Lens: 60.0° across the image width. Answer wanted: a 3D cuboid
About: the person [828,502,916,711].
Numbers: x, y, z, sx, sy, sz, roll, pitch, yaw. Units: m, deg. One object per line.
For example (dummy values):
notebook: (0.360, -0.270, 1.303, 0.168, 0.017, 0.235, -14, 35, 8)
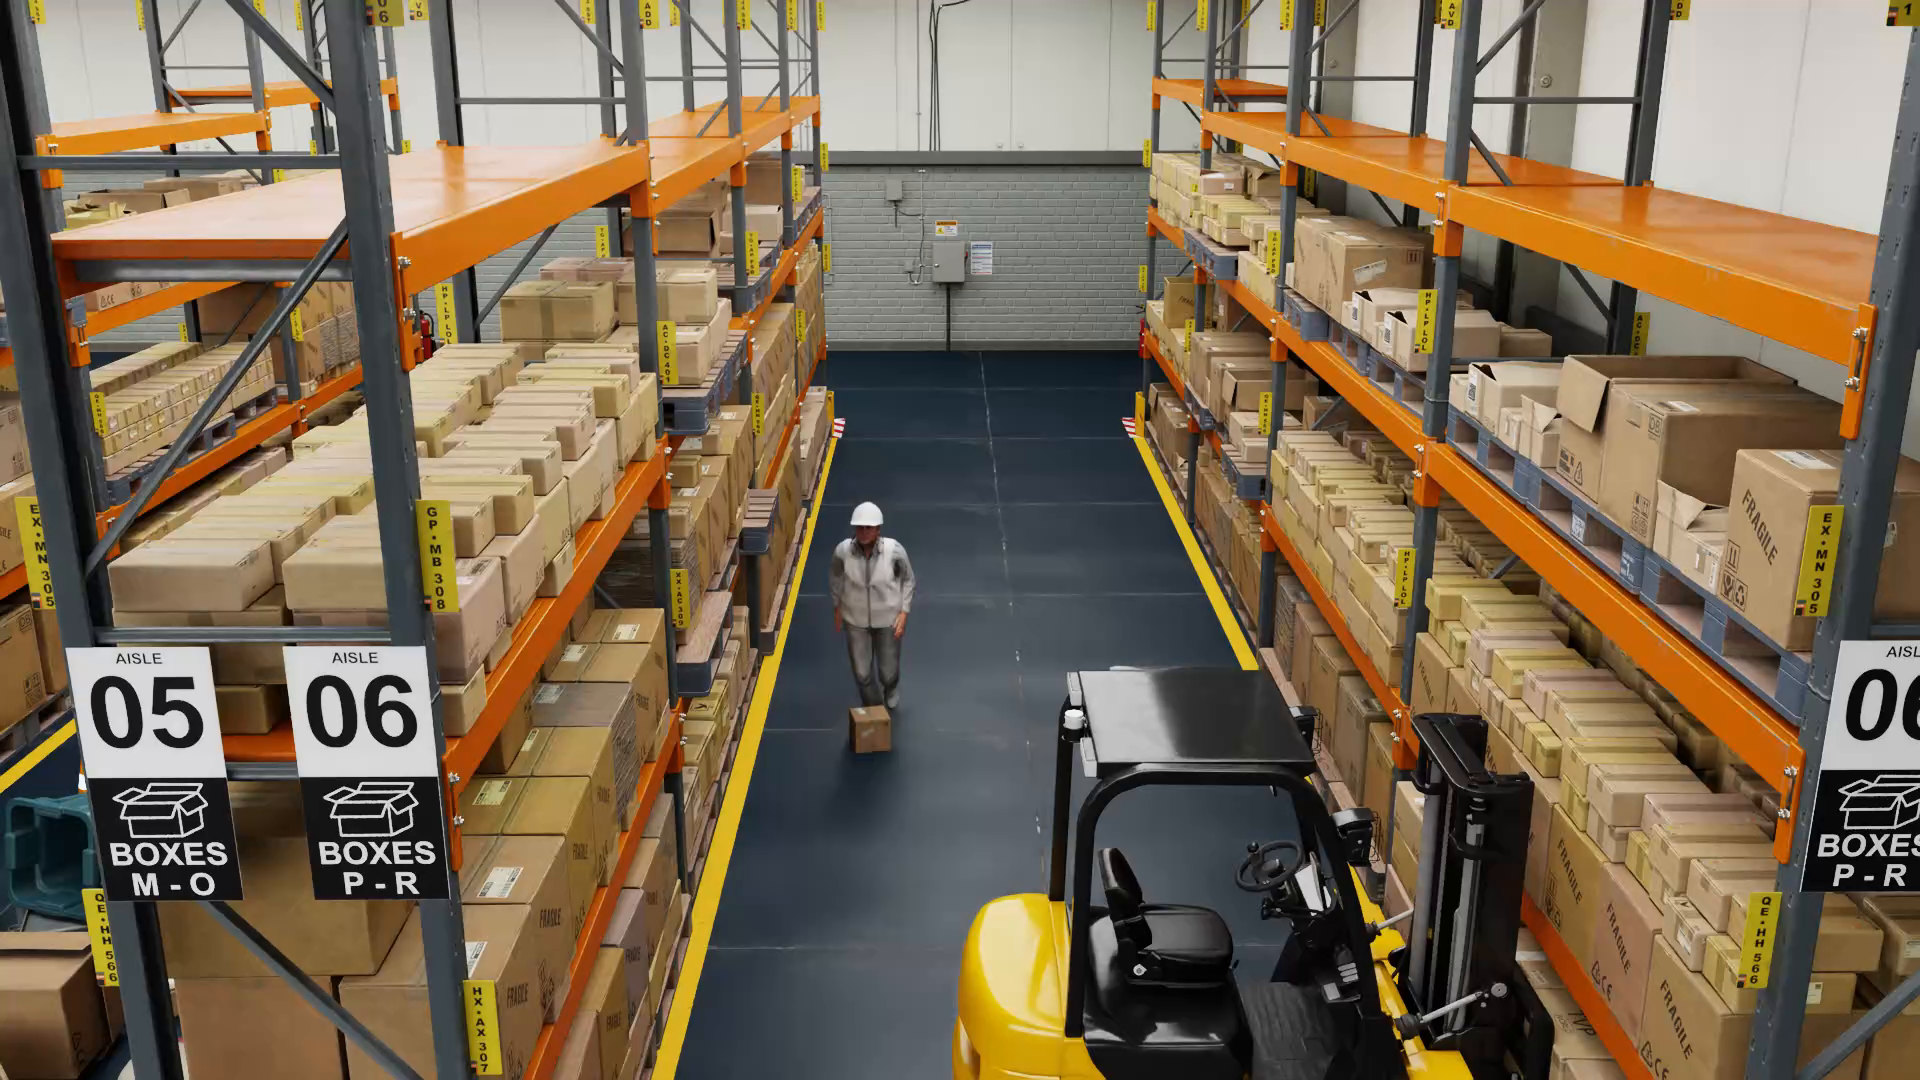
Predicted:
person: (-0.620, 0.526, 11.822, 0.624, 1.735, 0.692, 1, 17, 2)
